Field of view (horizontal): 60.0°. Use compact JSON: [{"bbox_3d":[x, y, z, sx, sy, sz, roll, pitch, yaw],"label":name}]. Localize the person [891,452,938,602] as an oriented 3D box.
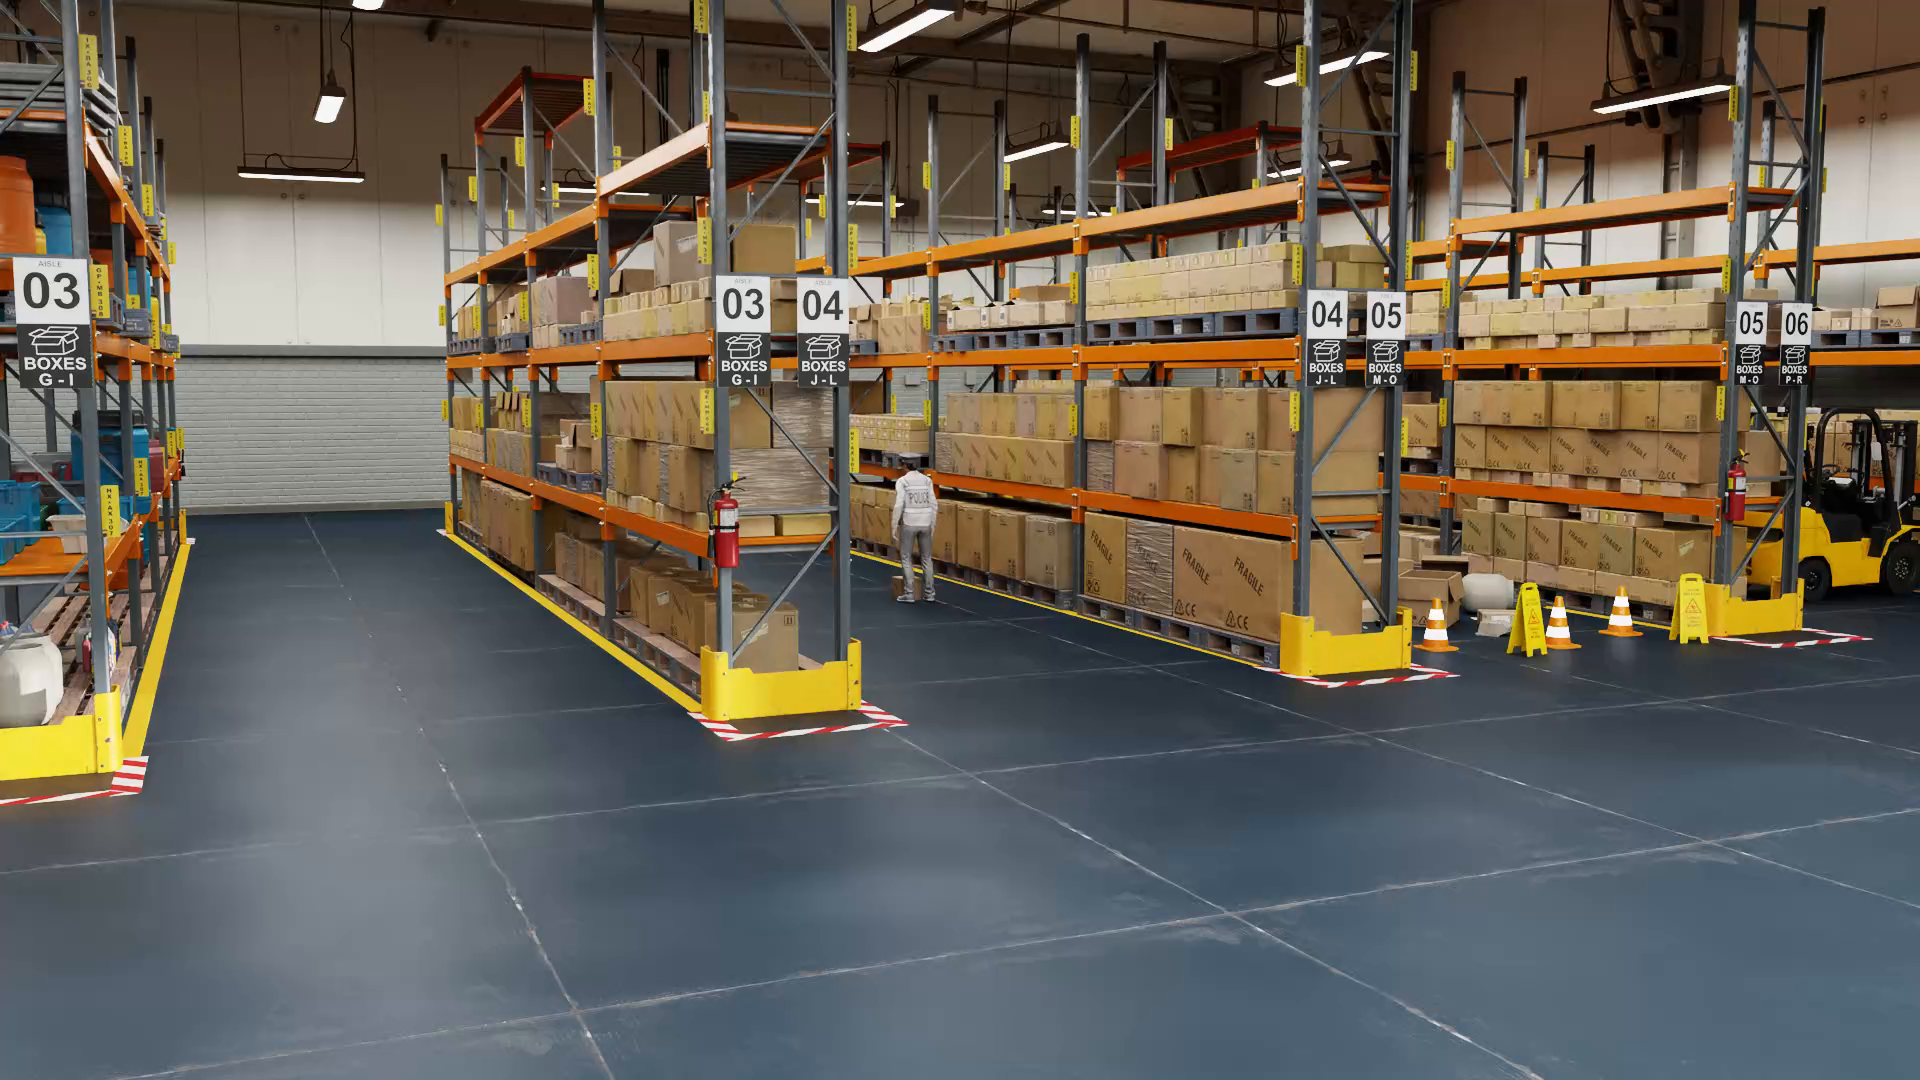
[{"bbox_3d":[-0.506,-0.140,18.435,0.540,1.664,0.375,-3,6,-25],"label":"person"}]
